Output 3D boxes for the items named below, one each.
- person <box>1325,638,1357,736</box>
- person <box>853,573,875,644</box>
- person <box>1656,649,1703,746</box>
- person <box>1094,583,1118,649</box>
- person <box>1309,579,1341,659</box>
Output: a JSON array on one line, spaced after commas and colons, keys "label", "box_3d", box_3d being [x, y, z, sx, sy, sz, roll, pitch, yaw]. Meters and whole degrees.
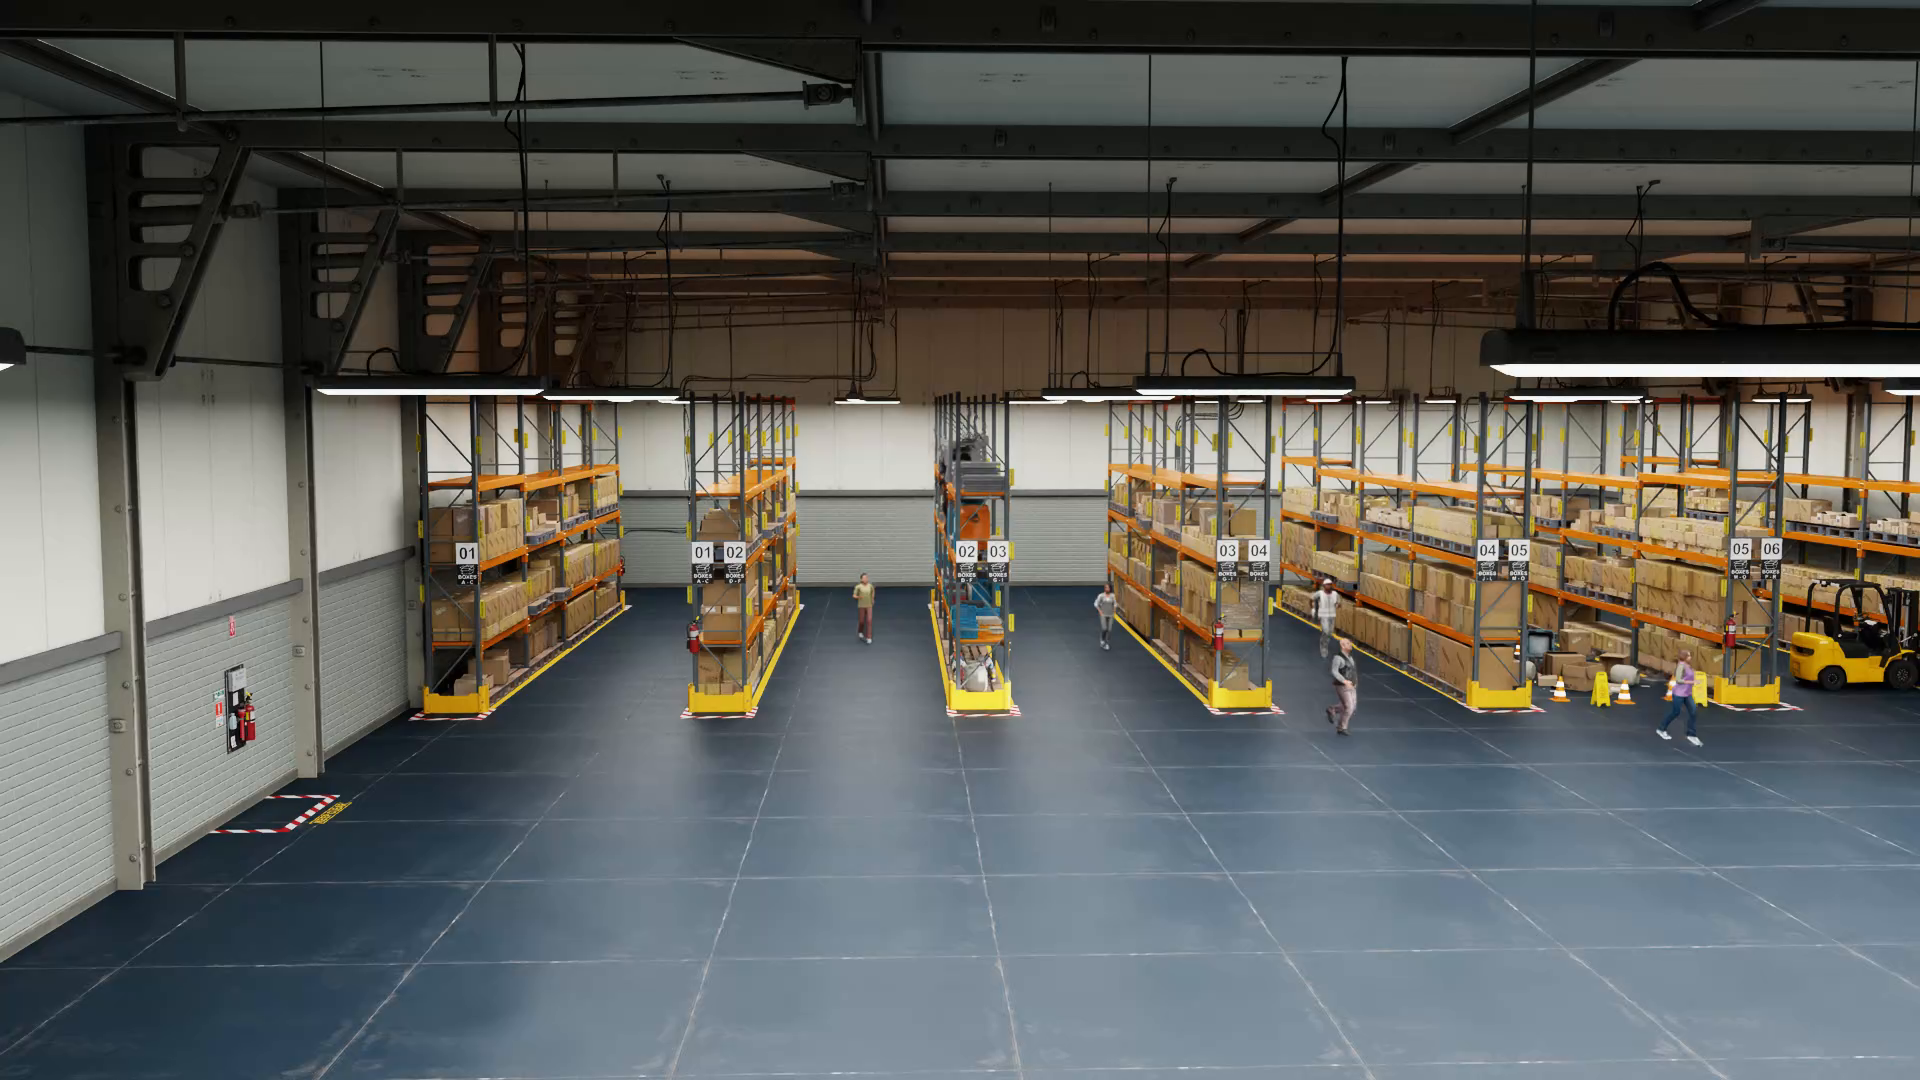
[{"label": "person", "box_3d": [6.684, 2.552, 29.127, 0.649, 1.695, 0.683, 4, 6, 42]}, {"label": "person", "box_3d": [-2.305, 1.634, 40.328, 0.577, 1.659, 0.955, -1, 5, -16]}, {"label": "person", "box_3d": [12.218, 2.653, 28.228, 0.528, 1.632, 0.751, -4, 6, -42]}, {"label": "person", "box_3d": [3.458, 1.802, 39.092, 0.527, 1.559, 0.550, -1, 5, -7]}, {"label": "person", "box_3d": [8.387, 1.793, 38.000, 0.654, 1.824, 0.744, -1, 5, -13]}]
